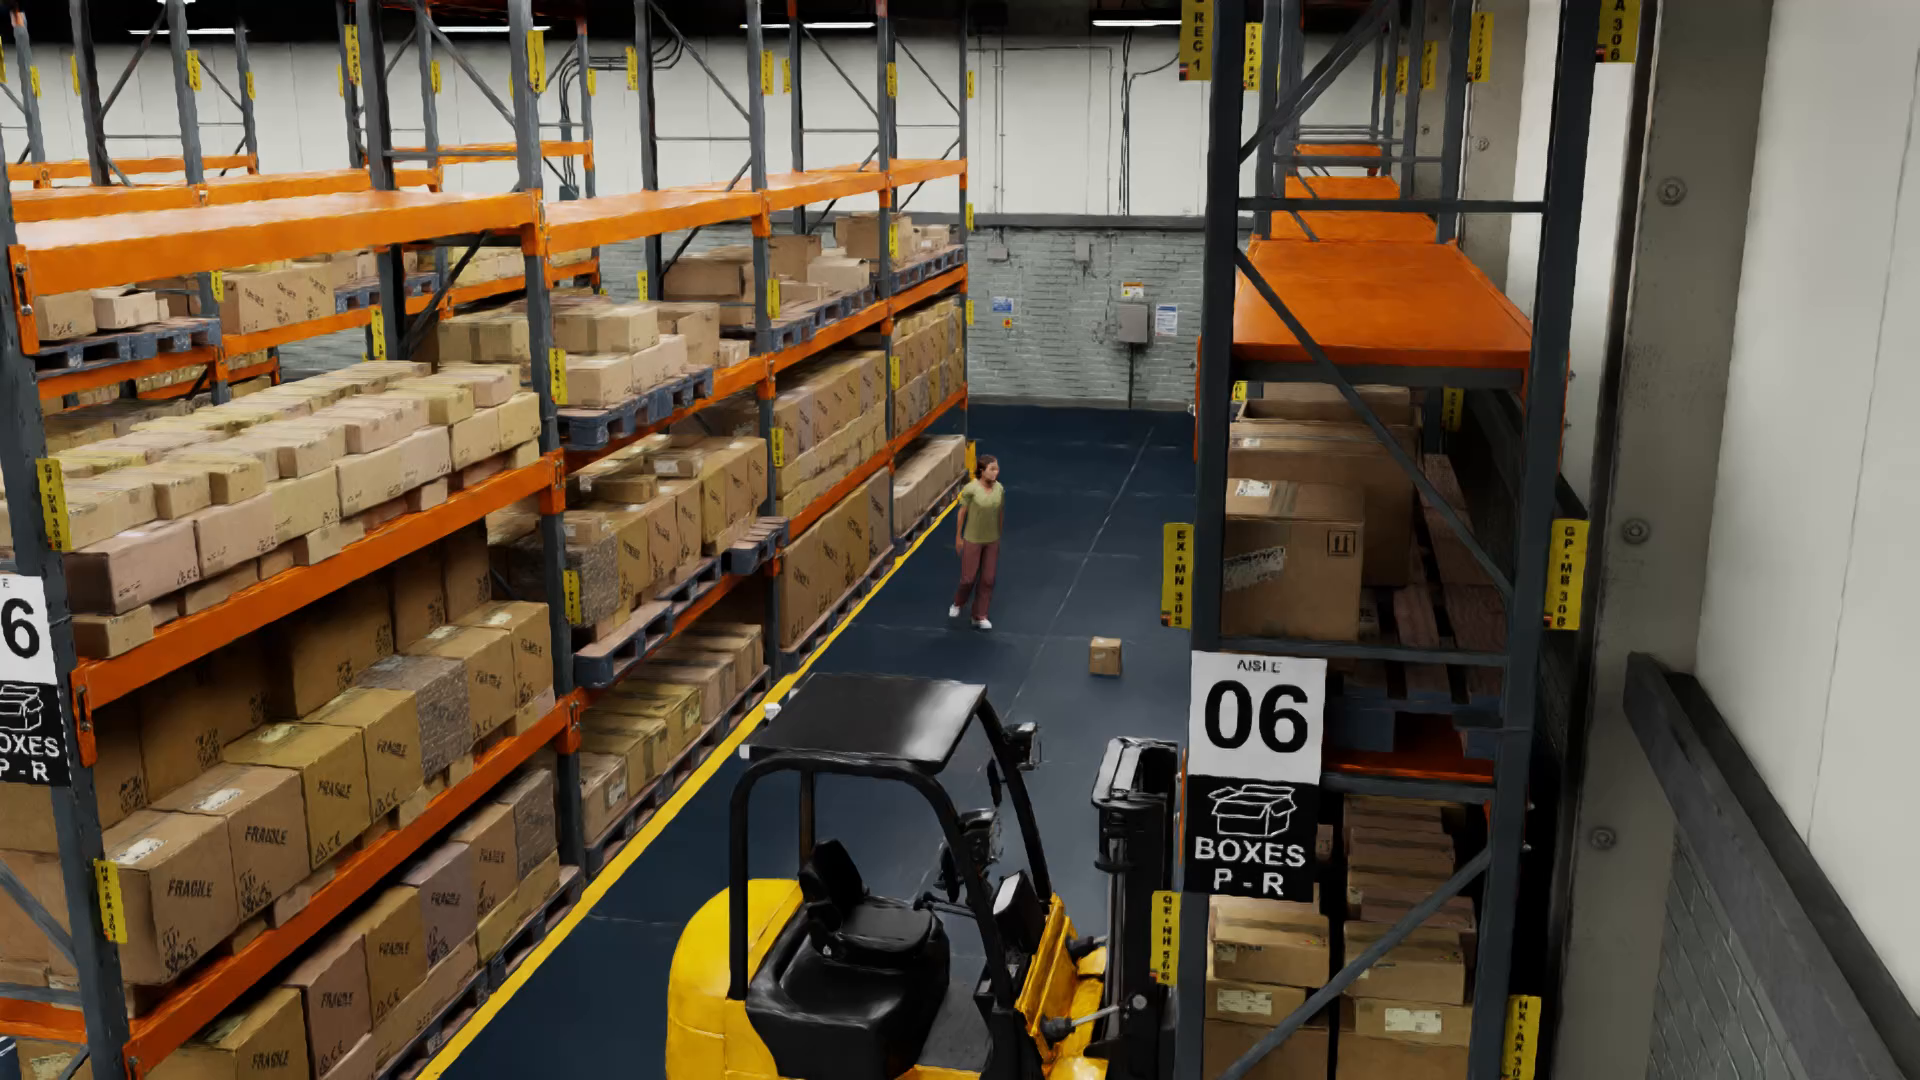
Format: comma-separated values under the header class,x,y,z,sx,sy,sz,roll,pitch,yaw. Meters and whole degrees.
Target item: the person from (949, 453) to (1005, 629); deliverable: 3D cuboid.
class,x,y,z,sx,sy,sz,roll,pitch,yaw
person,0.155,-0.011,15.562,0.514,1.662,0.506,-6,16,-22
